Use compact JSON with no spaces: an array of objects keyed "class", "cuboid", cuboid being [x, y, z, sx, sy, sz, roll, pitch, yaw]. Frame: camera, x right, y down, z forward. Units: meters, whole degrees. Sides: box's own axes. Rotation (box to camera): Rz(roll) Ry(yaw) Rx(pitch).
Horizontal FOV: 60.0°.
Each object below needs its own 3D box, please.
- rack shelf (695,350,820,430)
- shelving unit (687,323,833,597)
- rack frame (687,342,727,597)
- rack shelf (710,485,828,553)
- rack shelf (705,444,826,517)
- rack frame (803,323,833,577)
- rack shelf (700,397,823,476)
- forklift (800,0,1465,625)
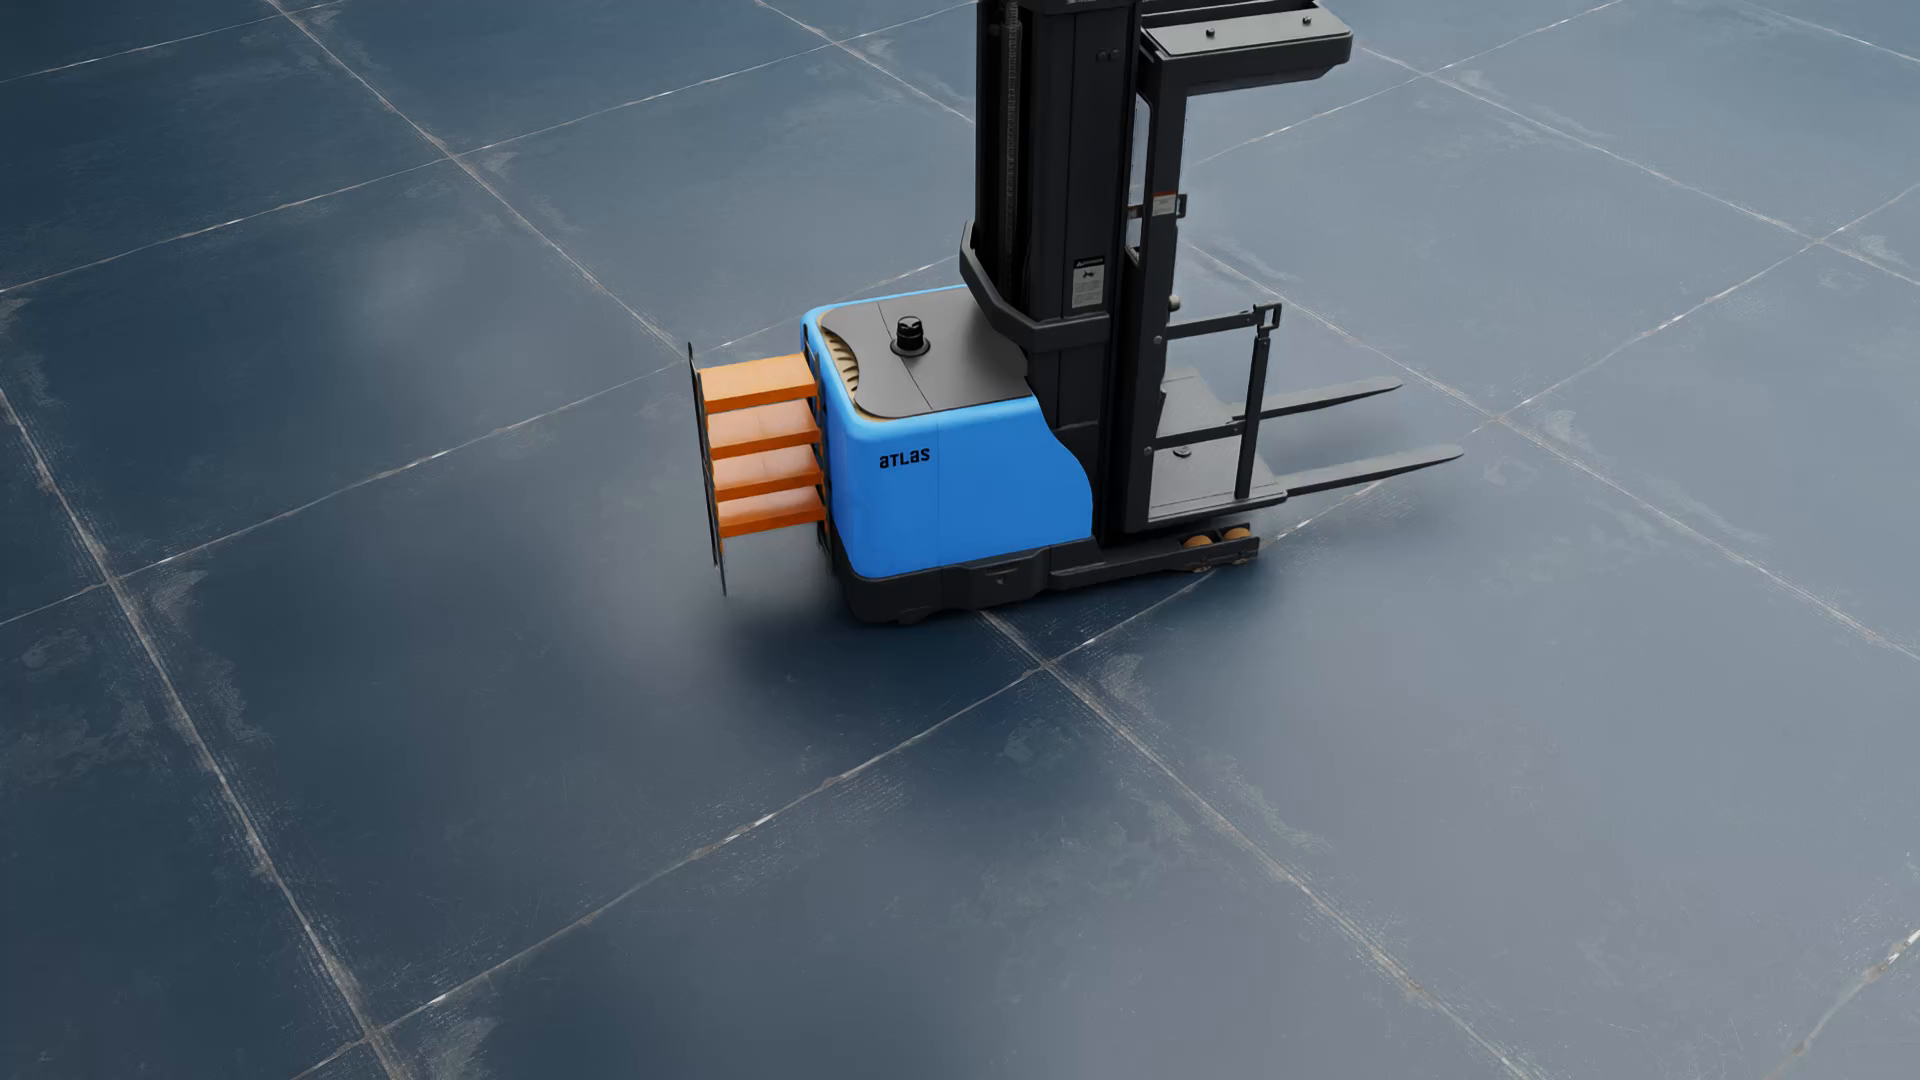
[{"class":"rack shelf","cuboid":[-0.850,-0.630,6.952,0.480,0.148,0.258,-11,41,-13]},{"class":"shelving unit","cuboid":[-0.850,-0.326,7.201,0.503,1.200,0.258,-11,41,-13]},{"class":"rack frame","cuboid":[-1.084,-0.281,7.147,0.015,1.200,0.240,-11,41,-13]},{"class":"rack shelf","cuboid":[-0.850,-0.120,7.370,0.480,0.148,0.258,-11,41,-13]},{"class":"rack shelf","cuboid":[-0.850,-0.274,7.244,0.480,0.148,0.258,-11,41,-13]},{"class":"rack frame","cuboid":[-0.617,-0.371,7.256,0.015,1.200,0.240,-11,41,-13]},{"class":"rack shelf","cuboid":[-0.850,-0.447,7.102,0.480,0.148,0.258,-11,41,-13]},{"class":"forklift","cuboid":[0.859,-1.298,7.022,3.031,2.935,1.130,-11,41,-13]}]
